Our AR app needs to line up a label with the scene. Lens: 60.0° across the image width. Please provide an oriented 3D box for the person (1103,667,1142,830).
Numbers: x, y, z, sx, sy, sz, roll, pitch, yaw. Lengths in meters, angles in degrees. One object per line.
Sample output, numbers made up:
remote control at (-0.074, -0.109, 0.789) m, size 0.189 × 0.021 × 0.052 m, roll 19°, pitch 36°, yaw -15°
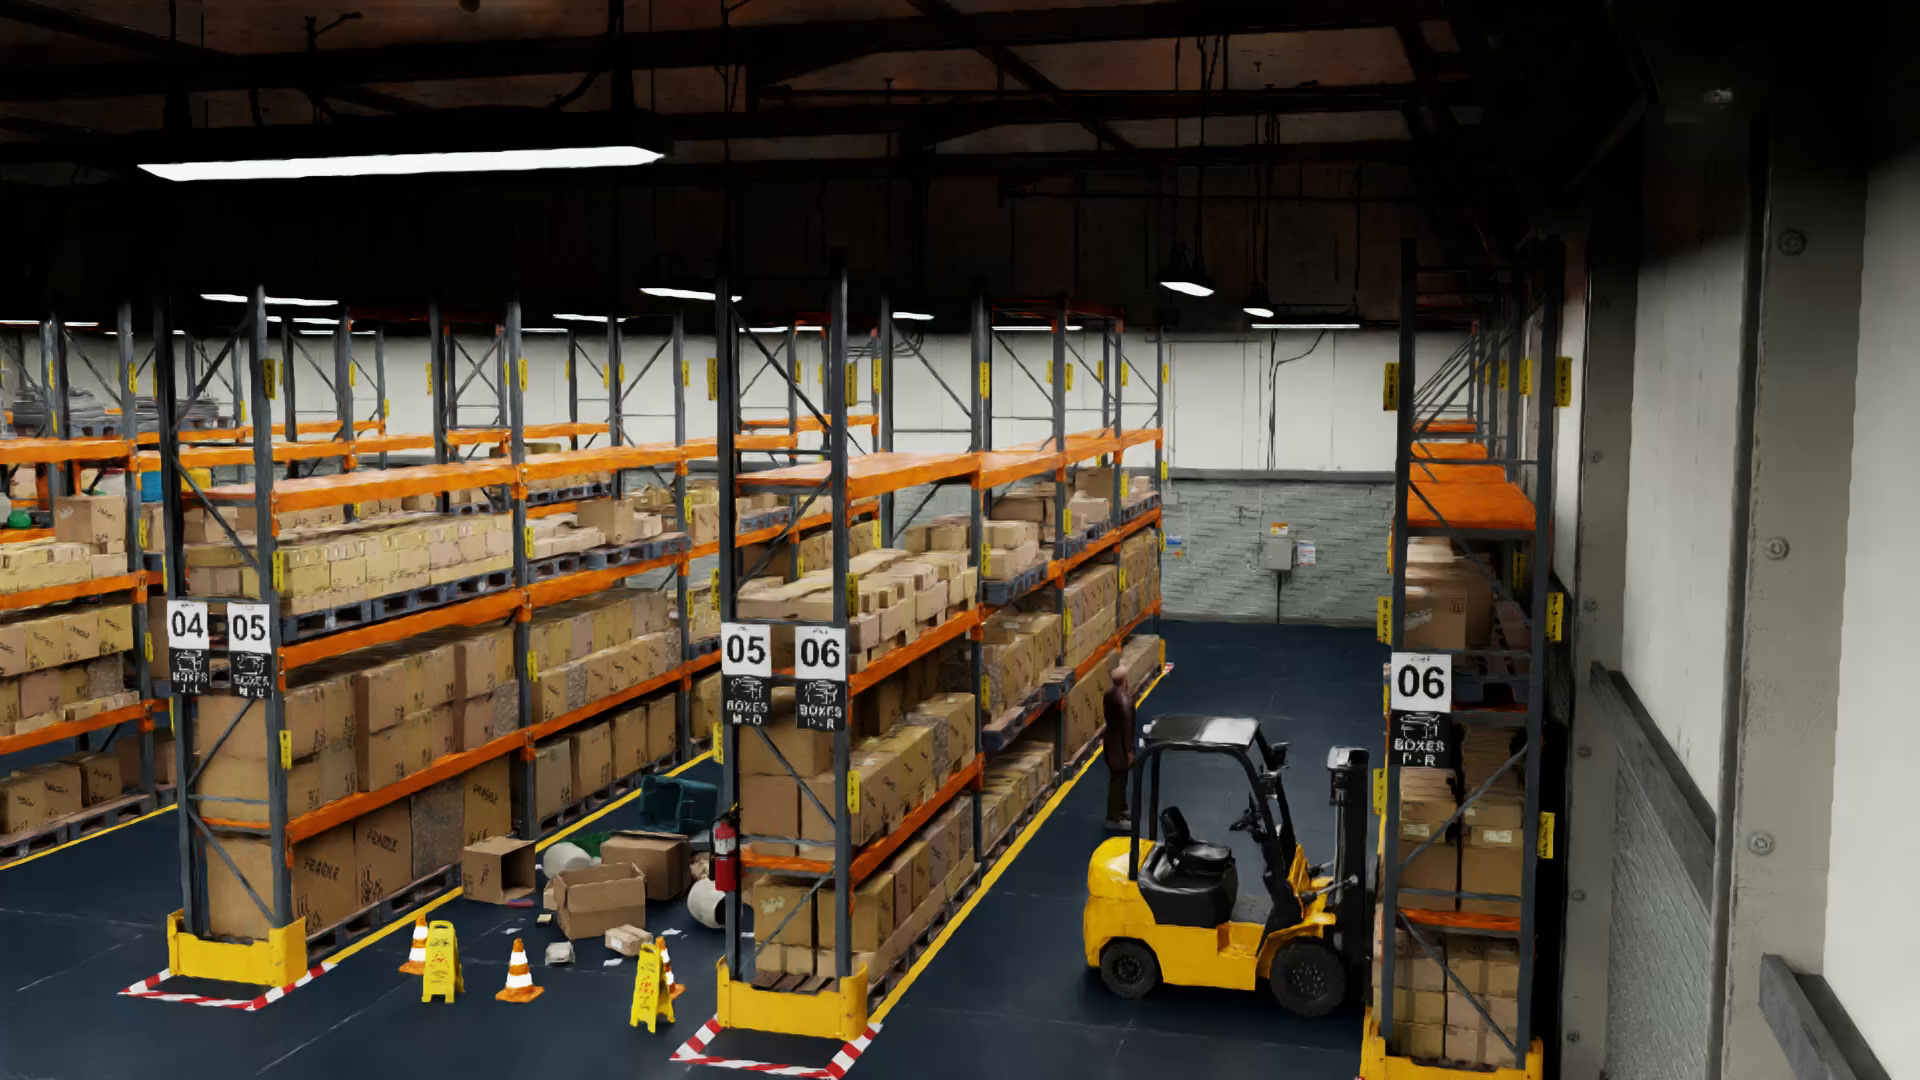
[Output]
person at (1.830, 2.351, 18.593) m, size 0.514 × 1.686 × 0.638 m, roll -2°, pitch 6°, yaw -15°
